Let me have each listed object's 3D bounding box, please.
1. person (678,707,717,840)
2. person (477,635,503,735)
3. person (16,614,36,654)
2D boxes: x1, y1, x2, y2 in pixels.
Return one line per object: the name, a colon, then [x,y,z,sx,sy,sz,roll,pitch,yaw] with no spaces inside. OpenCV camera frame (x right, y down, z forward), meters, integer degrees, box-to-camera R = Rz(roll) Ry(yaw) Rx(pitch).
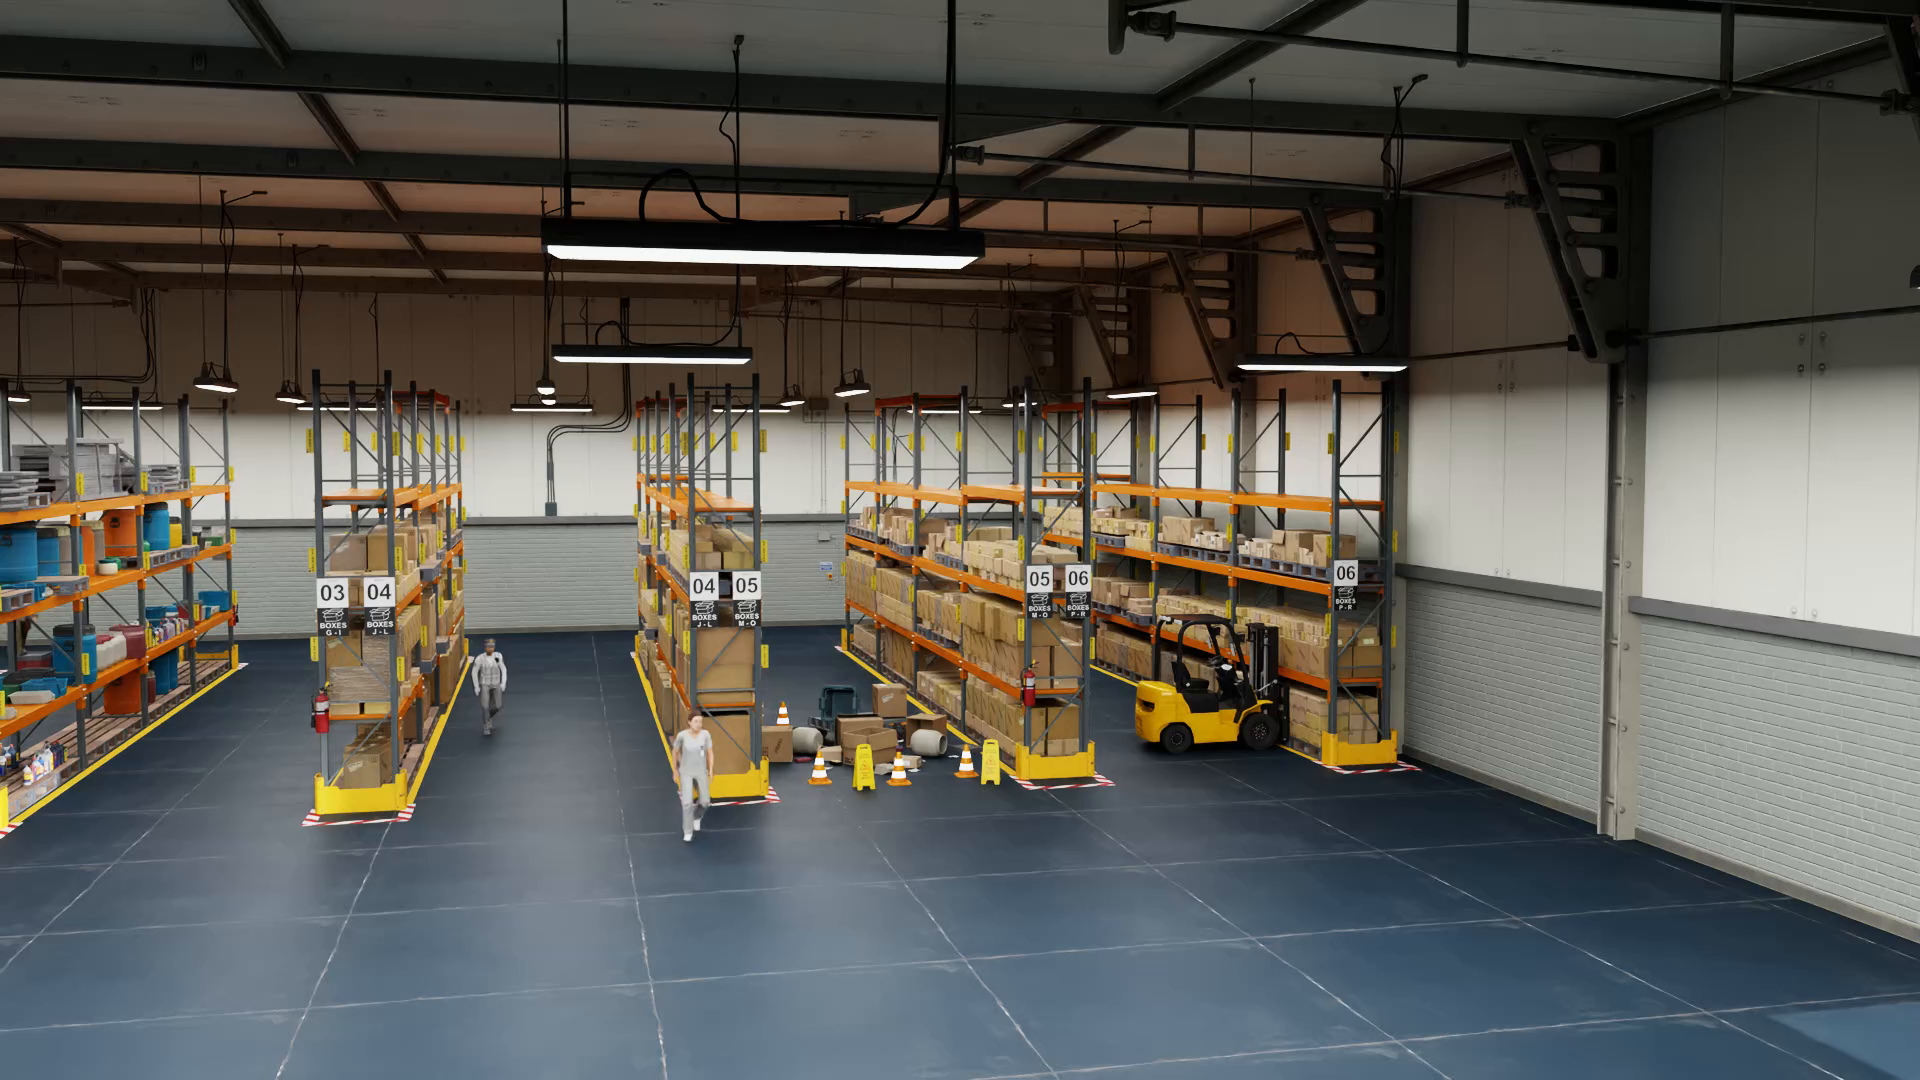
person: [-3.362,2.981,21.075,0.364,1.702,0.521,3,4,37]
person: [-8.142,2.503,28.797,0.481,1.707,0.534,3,4,37]
person: [-21.876,1.856,38.777,0.607,1.760,0.681,-3,4,-41]
